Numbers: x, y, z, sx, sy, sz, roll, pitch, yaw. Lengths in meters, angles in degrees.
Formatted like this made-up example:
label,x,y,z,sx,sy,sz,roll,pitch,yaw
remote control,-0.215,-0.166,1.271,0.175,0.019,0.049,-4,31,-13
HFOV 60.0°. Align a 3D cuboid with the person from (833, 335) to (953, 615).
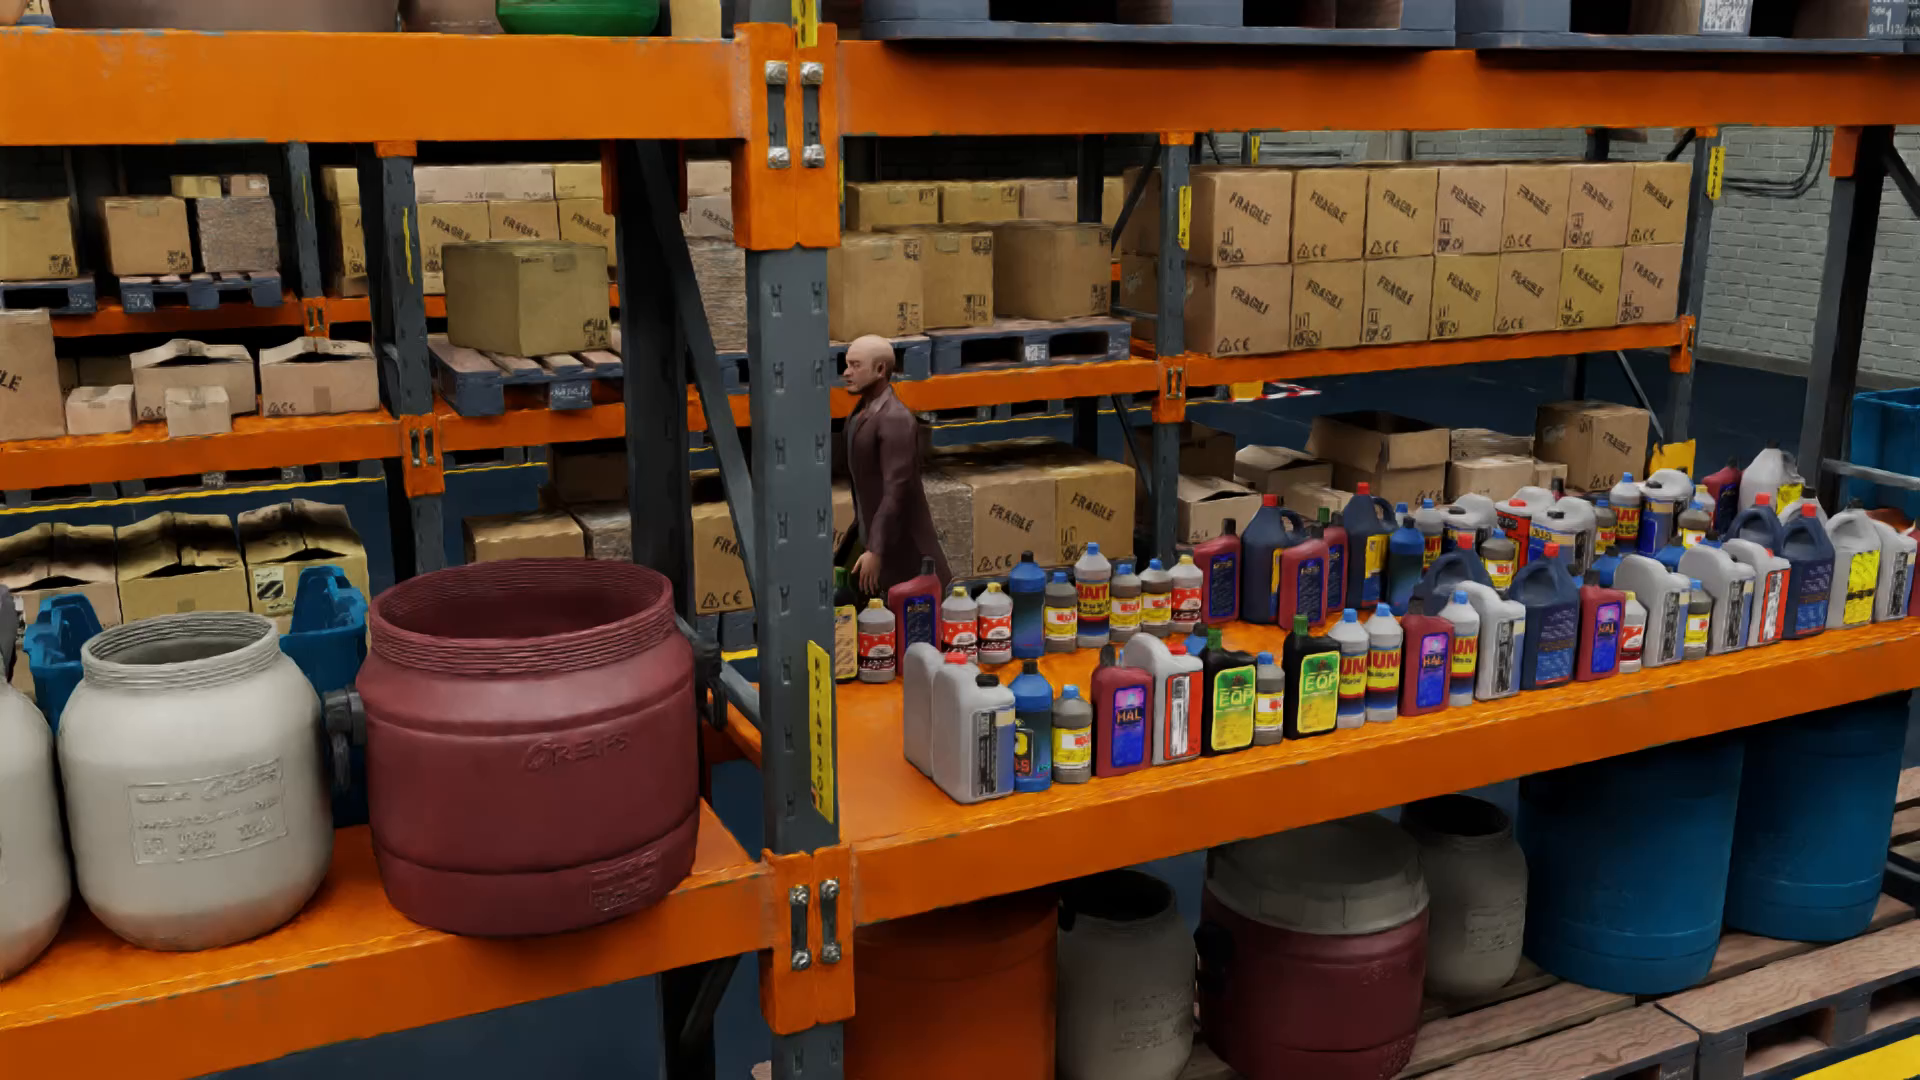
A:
label,x,y,z,sx,sy,sz,roll,pitch,yaw
person,-0.362,-0.008,7.065,1.029,1.724,0.624,-7,16,-23
